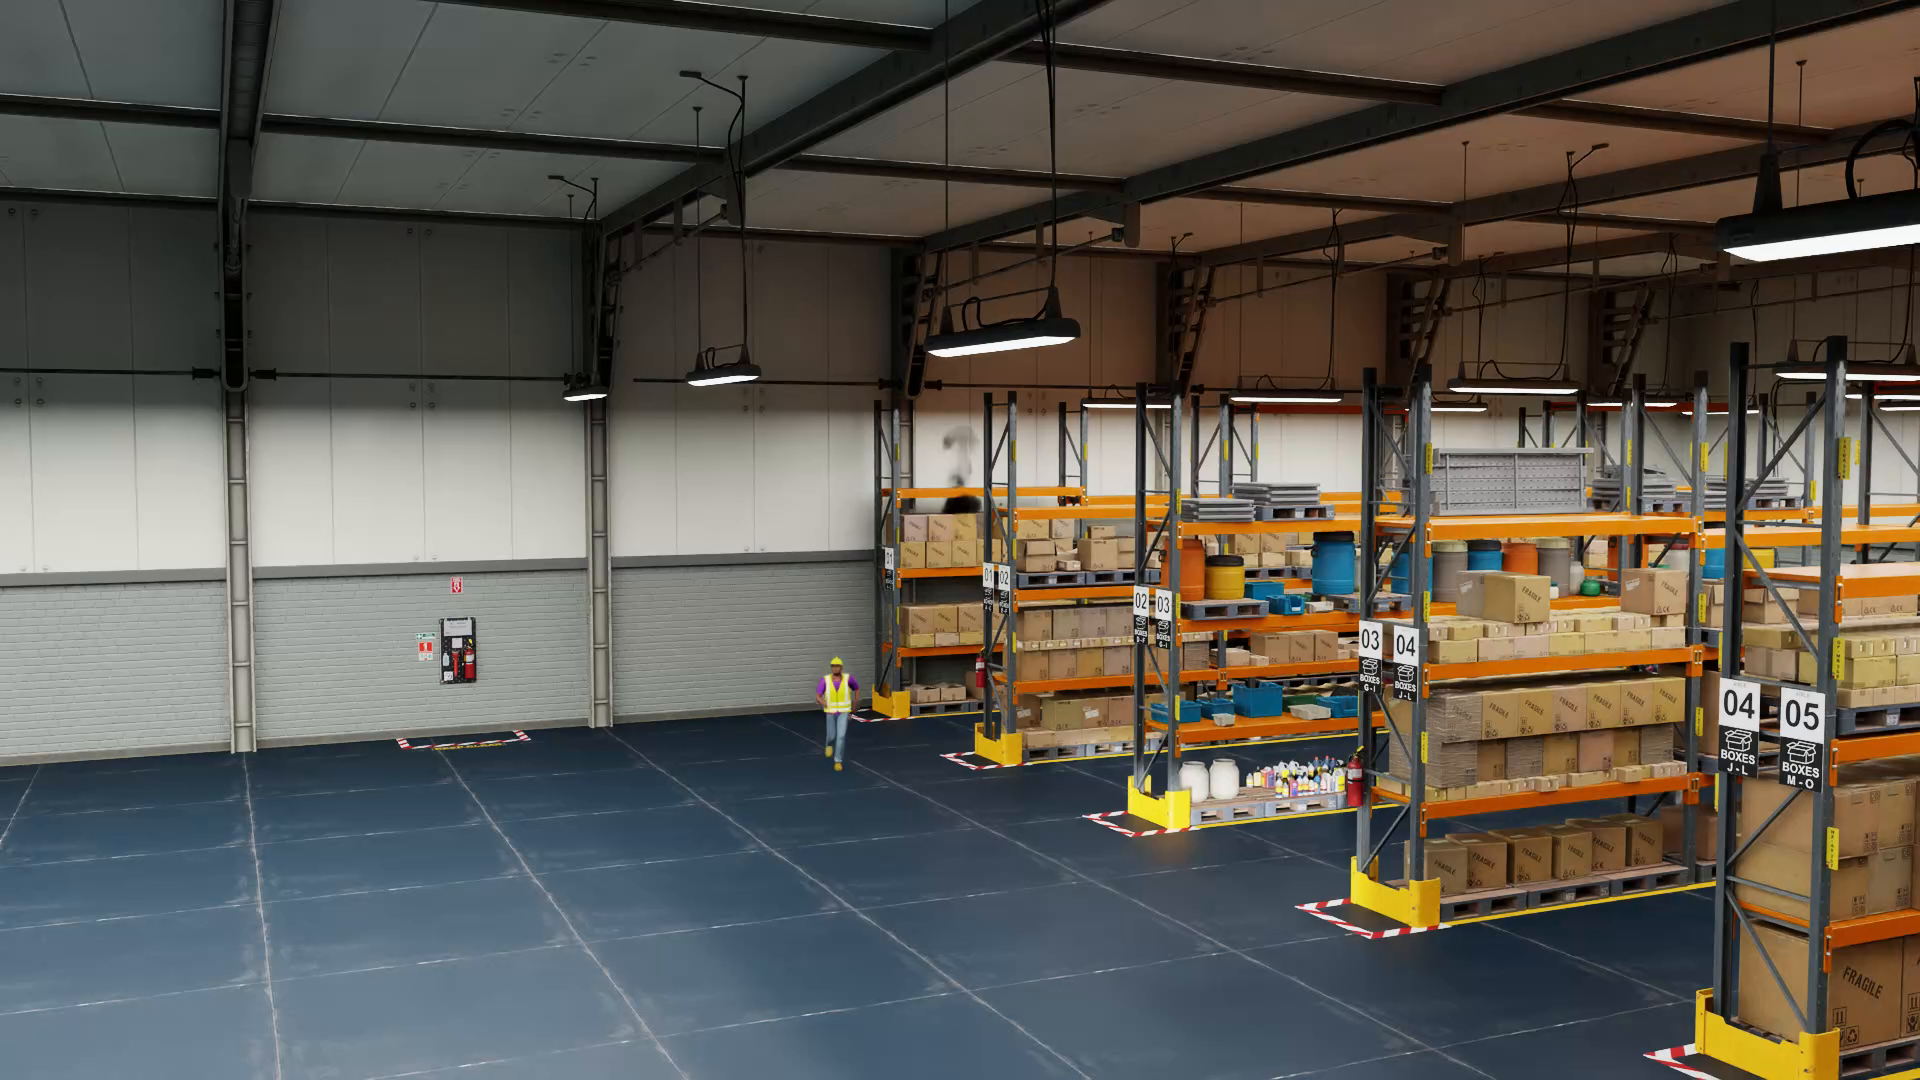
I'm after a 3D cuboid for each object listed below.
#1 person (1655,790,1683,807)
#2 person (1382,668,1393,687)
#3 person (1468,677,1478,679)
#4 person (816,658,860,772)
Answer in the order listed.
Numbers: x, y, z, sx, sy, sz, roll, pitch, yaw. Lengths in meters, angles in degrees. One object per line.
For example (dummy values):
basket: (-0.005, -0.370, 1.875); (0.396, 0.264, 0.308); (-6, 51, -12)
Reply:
person: (9.449, 3.096, 21.913); (0.763, 1.659, 0.785); (-1, 3, -17)
person: (8.564, 2.427, 33.141); (0.875, 1.609, 0.536); (-2, 4, -30)
person: (8.750, 2.631, 28.610); (0.629, 1.755, 0.649); (-2, 4, -32)
person: (-1.948, 2.753, 26.552); (0.709, 1.763, 0.887); (0, 3, -3)
